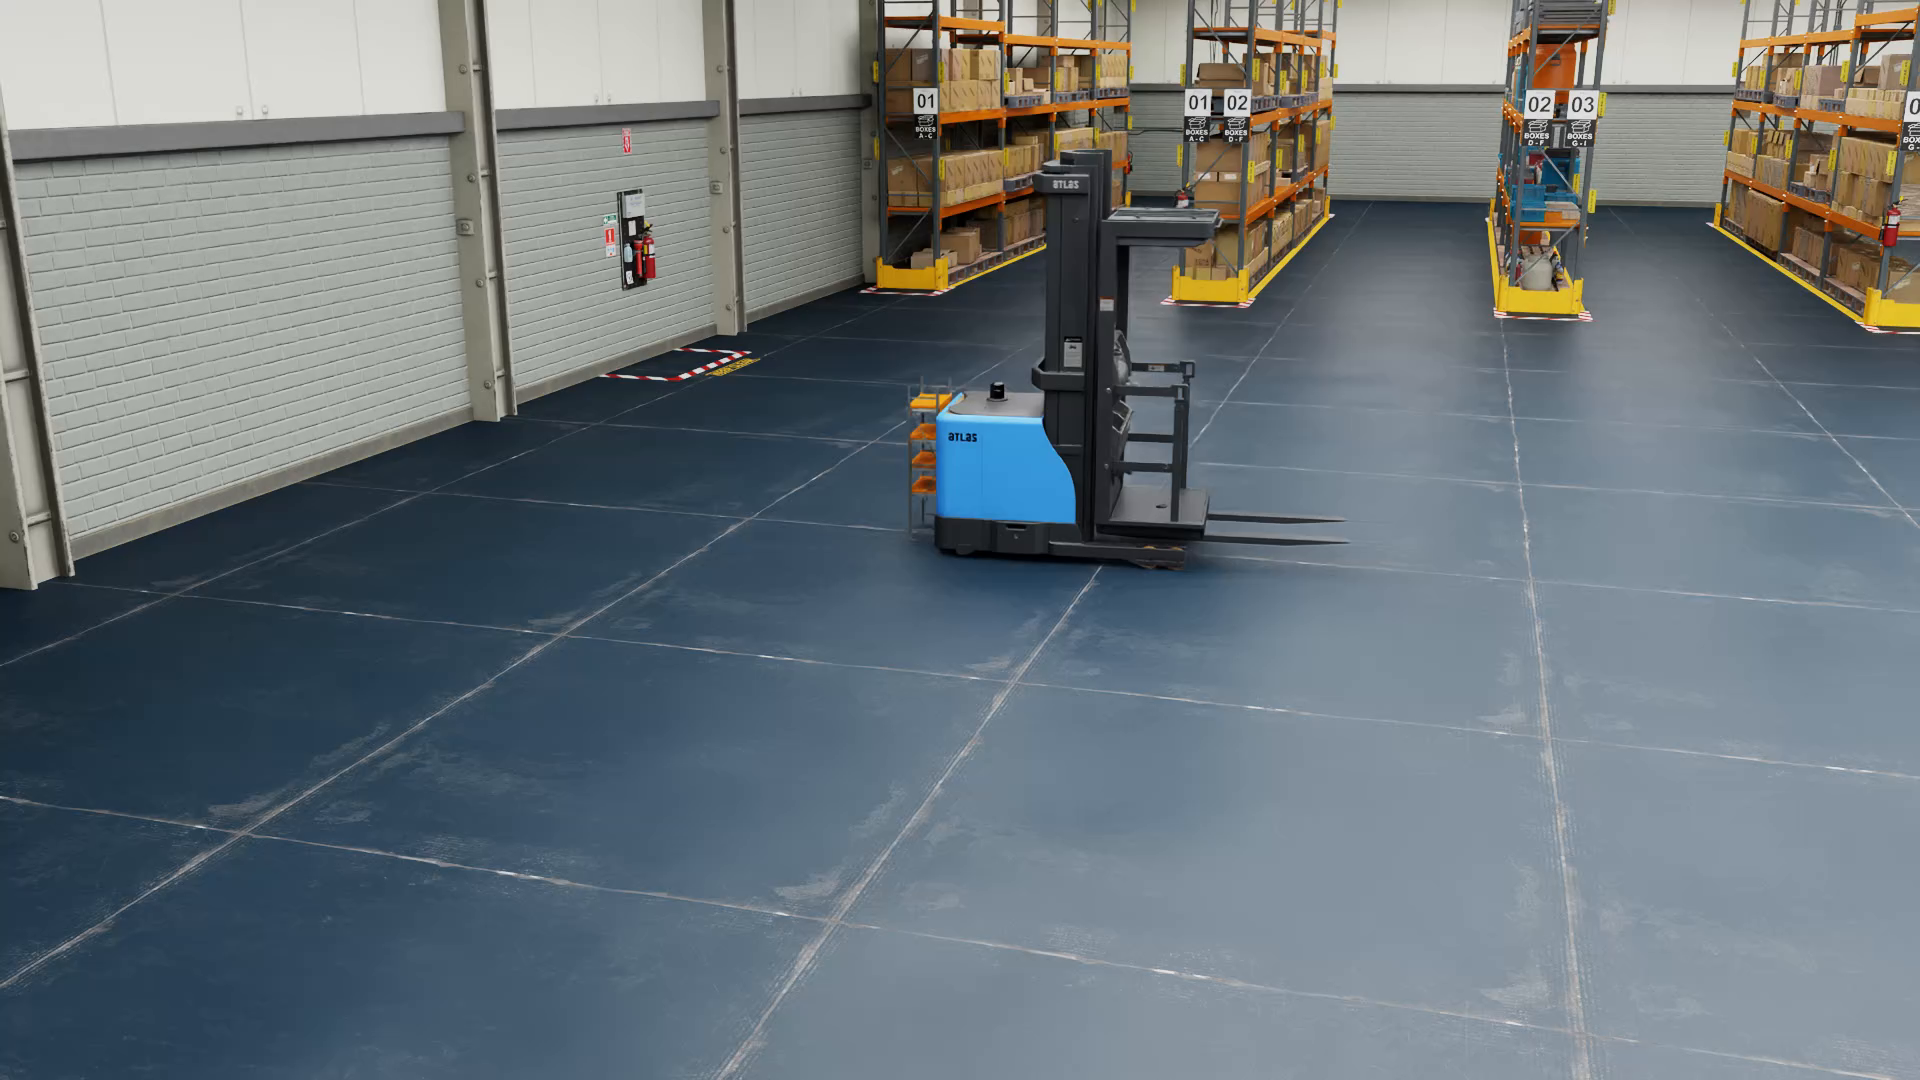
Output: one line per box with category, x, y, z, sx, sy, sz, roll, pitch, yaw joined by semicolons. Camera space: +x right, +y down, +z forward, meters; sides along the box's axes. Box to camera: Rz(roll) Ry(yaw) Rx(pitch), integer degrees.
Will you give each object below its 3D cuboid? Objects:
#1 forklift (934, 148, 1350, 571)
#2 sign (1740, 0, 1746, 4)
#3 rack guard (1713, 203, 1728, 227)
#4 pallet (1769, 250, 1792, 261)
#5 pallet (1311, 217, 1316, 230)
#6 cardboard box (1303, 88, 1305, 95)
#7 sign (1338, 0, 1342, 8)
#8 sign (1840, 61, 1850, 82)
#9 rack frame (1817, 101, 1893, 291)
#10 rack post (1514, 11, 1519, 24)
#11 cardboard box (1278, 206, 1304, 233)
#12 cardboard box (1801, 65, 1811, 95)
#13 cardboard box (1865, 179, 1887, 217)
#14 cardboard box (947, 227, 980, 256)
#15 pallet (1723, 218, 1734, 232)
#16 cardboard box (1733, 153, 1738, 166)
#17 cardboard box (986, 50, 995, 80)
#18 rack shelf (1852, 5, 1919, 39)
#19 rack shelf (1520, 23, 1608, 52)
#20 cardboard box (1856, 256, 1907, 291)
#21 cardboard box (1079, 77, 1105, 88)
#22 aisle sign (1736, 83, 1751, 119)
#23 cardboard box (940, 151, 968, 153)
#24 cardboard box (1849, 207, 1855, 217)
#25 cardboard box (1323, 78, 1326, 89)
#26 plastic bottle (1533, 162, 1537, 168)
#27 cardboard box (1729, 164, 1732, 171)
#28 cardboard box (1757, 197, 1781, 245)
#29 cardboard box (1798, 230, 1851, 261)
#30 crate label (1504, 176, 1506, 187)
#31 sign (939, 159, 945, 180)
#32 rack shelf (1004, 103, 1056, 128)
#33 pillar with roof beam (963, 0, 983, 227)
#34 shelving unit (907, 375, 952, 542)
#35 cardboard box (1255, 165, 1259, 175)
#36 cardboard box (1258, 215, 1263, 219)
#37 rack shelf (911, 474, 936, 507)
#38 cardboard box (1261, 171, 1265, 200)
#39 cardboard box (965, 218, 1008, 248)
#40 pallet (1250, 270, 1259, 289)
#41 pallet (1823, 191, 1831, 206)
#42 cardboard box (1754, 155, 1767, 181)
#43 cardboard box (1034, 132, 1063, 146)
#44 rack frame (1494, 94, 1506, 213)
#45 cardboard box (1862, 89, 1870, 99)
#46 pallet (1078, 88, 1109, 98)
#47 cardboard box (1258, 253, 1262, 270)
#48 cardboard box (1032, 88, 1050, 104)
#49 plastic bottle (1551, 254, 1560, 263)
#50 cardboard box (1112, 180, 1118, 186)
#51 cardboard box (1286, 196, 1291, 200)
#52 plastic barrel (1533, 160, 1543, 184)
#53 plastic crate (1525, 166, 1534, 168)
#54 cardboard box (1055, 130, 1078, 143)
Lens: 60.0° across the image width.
forklift;1.378;-1.346;12.205;3.031;2.935;1.130;3;16;10
sign;17.447;-12.106;37.016;0.100;0.325;0.005;5;16;16
rack guard;17.984;-7.453;38.189;1.175;0.500;0.348;5;16;16
pallet;16.000;-5.415;31.534;1.003;0.211;1.213;5;16;16
pallet;7.540;-7.210;37.862;1.003;0.211;1.213;5;16;16
cardboard box;6.591;-9.203;34.097;0.910;0.500;0.500;5;16;16
sign;9.007;-12.782;39.400;0.100;0.325;0.005;5;16;16
sign;14.034;-7.433;26.372;0.100;0.325;0.005;5;16;16
rack frame;14.567;-5.510;26.757;1.000;3.000;0.127;5;16;16
rack post;11.822;-10.619;33.914;0.937;0.300;0.954;4;16;15
cardboard box;6.901;-6.700;34.727;0.500;0.500;0.500;4;16;15
cardboard box;15.323;-8.185;29.592;0.500;0.500;0.500;5;17;16
cardboard box;13.640;-4.936;24.007;0.875;0.500;0.500;5;16;16
cardboard box;0.063;-5.396;30.133;0.500;0.500;0.500;3;16;12
pallet;17.825;-7.092;37.448;1.003;0.211;1.213;5;16;16
cardboard box;17.294;-8.348;36.493;0.500;0.250;0.500;4;16;14
cardboard box;0.291;-8.347;29.210;0.500;0.500;0.500;6;17;19
rack shelf;13.999;-7.525;24.193;1.077;0.370;4.000;5;16;16
rack shelf;9.250;-7.718;25.601;1.077;0.370;4.000;5;16;16
cardboard box;14.158;-4.089;25.559;0.500;0.500;0.500;3;16;11
cardboard box;3.042;-10.536;38.305;0.500;0.250;0.500;5;16;16
aisle sign;17.710;-9.942;37.620;0.394;0.787;0.004;5;16;16
cardboard box;-0.165;-6.718;29.883;0.500;0.500;0.500;5;16;16
cardboard box;13.886;-5.027;25.516;0.380;0.149;0.250;5;16;16
cardboard box;8.014;-10.352;37.691;0.500;0.250;0.500;5;16;16
plastic bottle;12.006;-7.708;34.599;0.144;0.351;0.185;5;16;16
cardboard box;17.416;-8.327;37.150;0.380;0.149;0.250;4;16;15
cardboard box;16.180;-6.148;32.130;1.225;0.875;0.875;5;16;16
cardboard box;15.387;-5.242;29.589;0.700;0.500;0.500;3;16;11
crate label;10.476;-6.779;31.538;0.303;0.233;0.416;5;16;16
sign;-0.297;-5.990;26.864;0.100;0.325;0.005;5;16;16
rack shelf;0.888;-8.282;32.354;1.077;0.370;4.000;5;16;16
pillar with roof beam;4.385;-9.988;31.551;9.100;9.000;0.400;5;16;16
shelving unit;-0.231;-0.635;12.868;0.258;1.200;0.503;3;16;10
cardboard box;4.763;-6.149;27.641;0.380;0.149;0.250;5;17;18
cardboard box;5.635;-6.222;32.510;0.500;0.311;0.500;4;16;14
rack shelf;-0.231;-0.379;12.941;0.258;0.148;0.480;3;16;10
cardboard box;4.950;-6.210;29.044;0.700;0.500;0.500;4;16;14
cardboard box;0.513;-5.865;31.785;0.700;0.500;0.500;5;17;18
pallet;4.459;-4.412;27.999;1.003;0.211;1.213;5;16;16
pallet;14.924;-5.606;27.449;1.003;0.211;1.213;5;16;16
cardboard box;16.470;-7.550;33.767;0.500;0.500;0.500;5;16;16
cardboard box;1.841;-8.376;34.725;0.500;0.250;0.500;5;17;17
rack frame;13.228;-9.033;39.180;1.000;3.000;0.127;5;16;16
cardboard box;13.884;-6.737;25.130;0.380;0.149;0.250;4;16;15
pallet;2.836;-10.369;38.554;1.003;0.211;1.213;5;16;16
cardboard box;4.868;-4.758;28.376;0.500;0.250;0.500;5;16;16
cardboard box;1.511;-8.909;33.372;0.500;0.311;0.500;5;16;16
plastic bottle;9.765;-4.505;27.265;0.144;0.351;0.185;5;16;16
cardboard box;3.693;-8.807;41.007;0.380;0.149;0.250;5;17;17
cardboard box;7.234;-7.552;37.732;0.500;0.500;0.500;5;16;16
plastic barrel;11.114;-6.861;31.272;0.600;0.536;0.708;5;16;16
plastic crate;12.361;-7.999;35.909;0.396;0.136;0.243;5;16;16
cardboard box;2.262;-8.775;36.129;0.500;0.250;0.500;4;16;15
